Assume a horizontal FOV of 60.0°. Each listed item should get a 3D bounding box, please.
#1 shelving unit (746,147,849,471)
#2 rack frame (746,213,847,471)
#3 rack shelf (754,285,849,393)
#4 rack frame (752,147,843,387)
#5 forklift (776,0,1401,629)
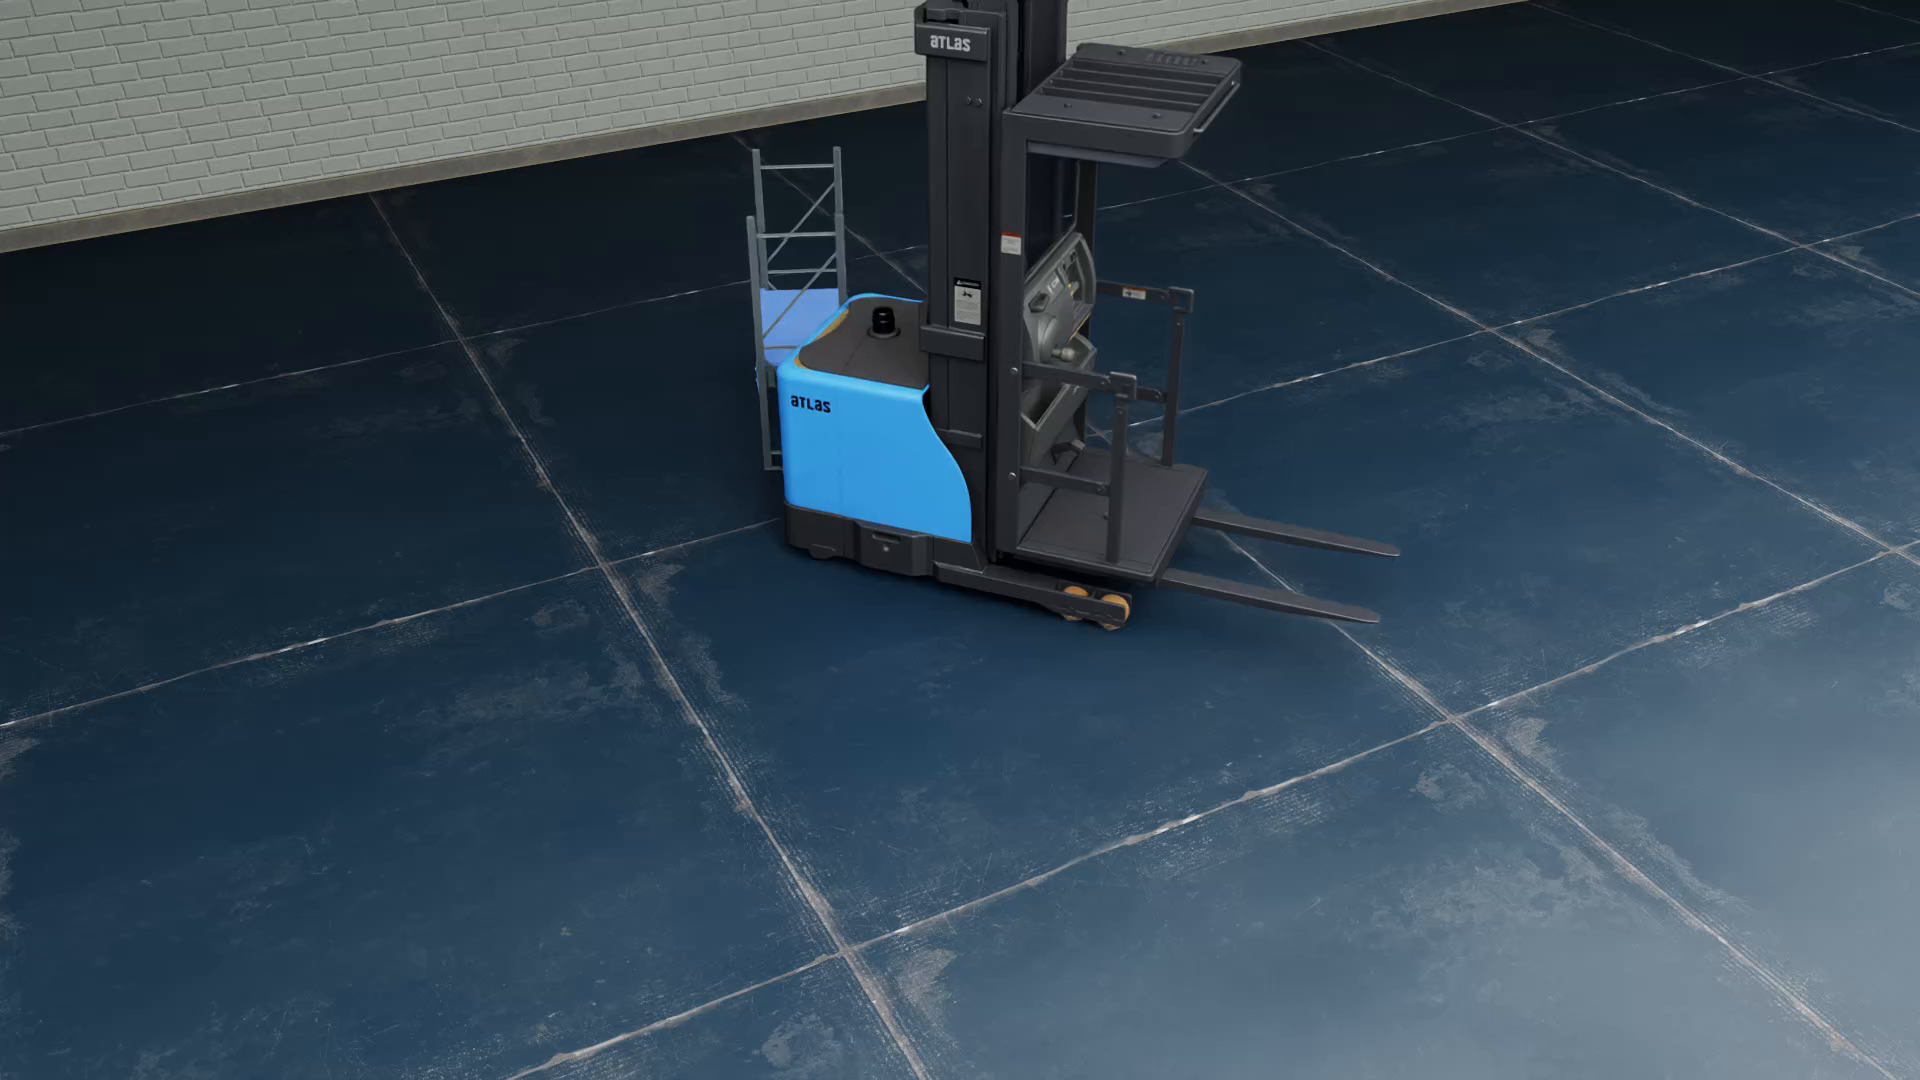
[{"bbox_3d":[-0.890,-1.315,9.411,0.538,1.500,1.048,-2,33,-4],"label":"shelving unit"},{"bbox_3d":[-0.852,-1.041,8.985,0.500,1.500,0.032,-2,33,-4],"label":"rack frame"},{"bbox_3d":[-0.890,-1.163,9.509,0.538,0.185,1.000,-2,33,-4],"label":"rack shelf"},{"bbox_3d":[-0.929,-1.588,9.838,0.500,1.500,0.032,-2,33,-4],"label":"rack frame"},{"bbox_3d":[0.658,-1.127,7.791,3.031,2.935,1.130,12,35,18],"label":"forklift"}]
